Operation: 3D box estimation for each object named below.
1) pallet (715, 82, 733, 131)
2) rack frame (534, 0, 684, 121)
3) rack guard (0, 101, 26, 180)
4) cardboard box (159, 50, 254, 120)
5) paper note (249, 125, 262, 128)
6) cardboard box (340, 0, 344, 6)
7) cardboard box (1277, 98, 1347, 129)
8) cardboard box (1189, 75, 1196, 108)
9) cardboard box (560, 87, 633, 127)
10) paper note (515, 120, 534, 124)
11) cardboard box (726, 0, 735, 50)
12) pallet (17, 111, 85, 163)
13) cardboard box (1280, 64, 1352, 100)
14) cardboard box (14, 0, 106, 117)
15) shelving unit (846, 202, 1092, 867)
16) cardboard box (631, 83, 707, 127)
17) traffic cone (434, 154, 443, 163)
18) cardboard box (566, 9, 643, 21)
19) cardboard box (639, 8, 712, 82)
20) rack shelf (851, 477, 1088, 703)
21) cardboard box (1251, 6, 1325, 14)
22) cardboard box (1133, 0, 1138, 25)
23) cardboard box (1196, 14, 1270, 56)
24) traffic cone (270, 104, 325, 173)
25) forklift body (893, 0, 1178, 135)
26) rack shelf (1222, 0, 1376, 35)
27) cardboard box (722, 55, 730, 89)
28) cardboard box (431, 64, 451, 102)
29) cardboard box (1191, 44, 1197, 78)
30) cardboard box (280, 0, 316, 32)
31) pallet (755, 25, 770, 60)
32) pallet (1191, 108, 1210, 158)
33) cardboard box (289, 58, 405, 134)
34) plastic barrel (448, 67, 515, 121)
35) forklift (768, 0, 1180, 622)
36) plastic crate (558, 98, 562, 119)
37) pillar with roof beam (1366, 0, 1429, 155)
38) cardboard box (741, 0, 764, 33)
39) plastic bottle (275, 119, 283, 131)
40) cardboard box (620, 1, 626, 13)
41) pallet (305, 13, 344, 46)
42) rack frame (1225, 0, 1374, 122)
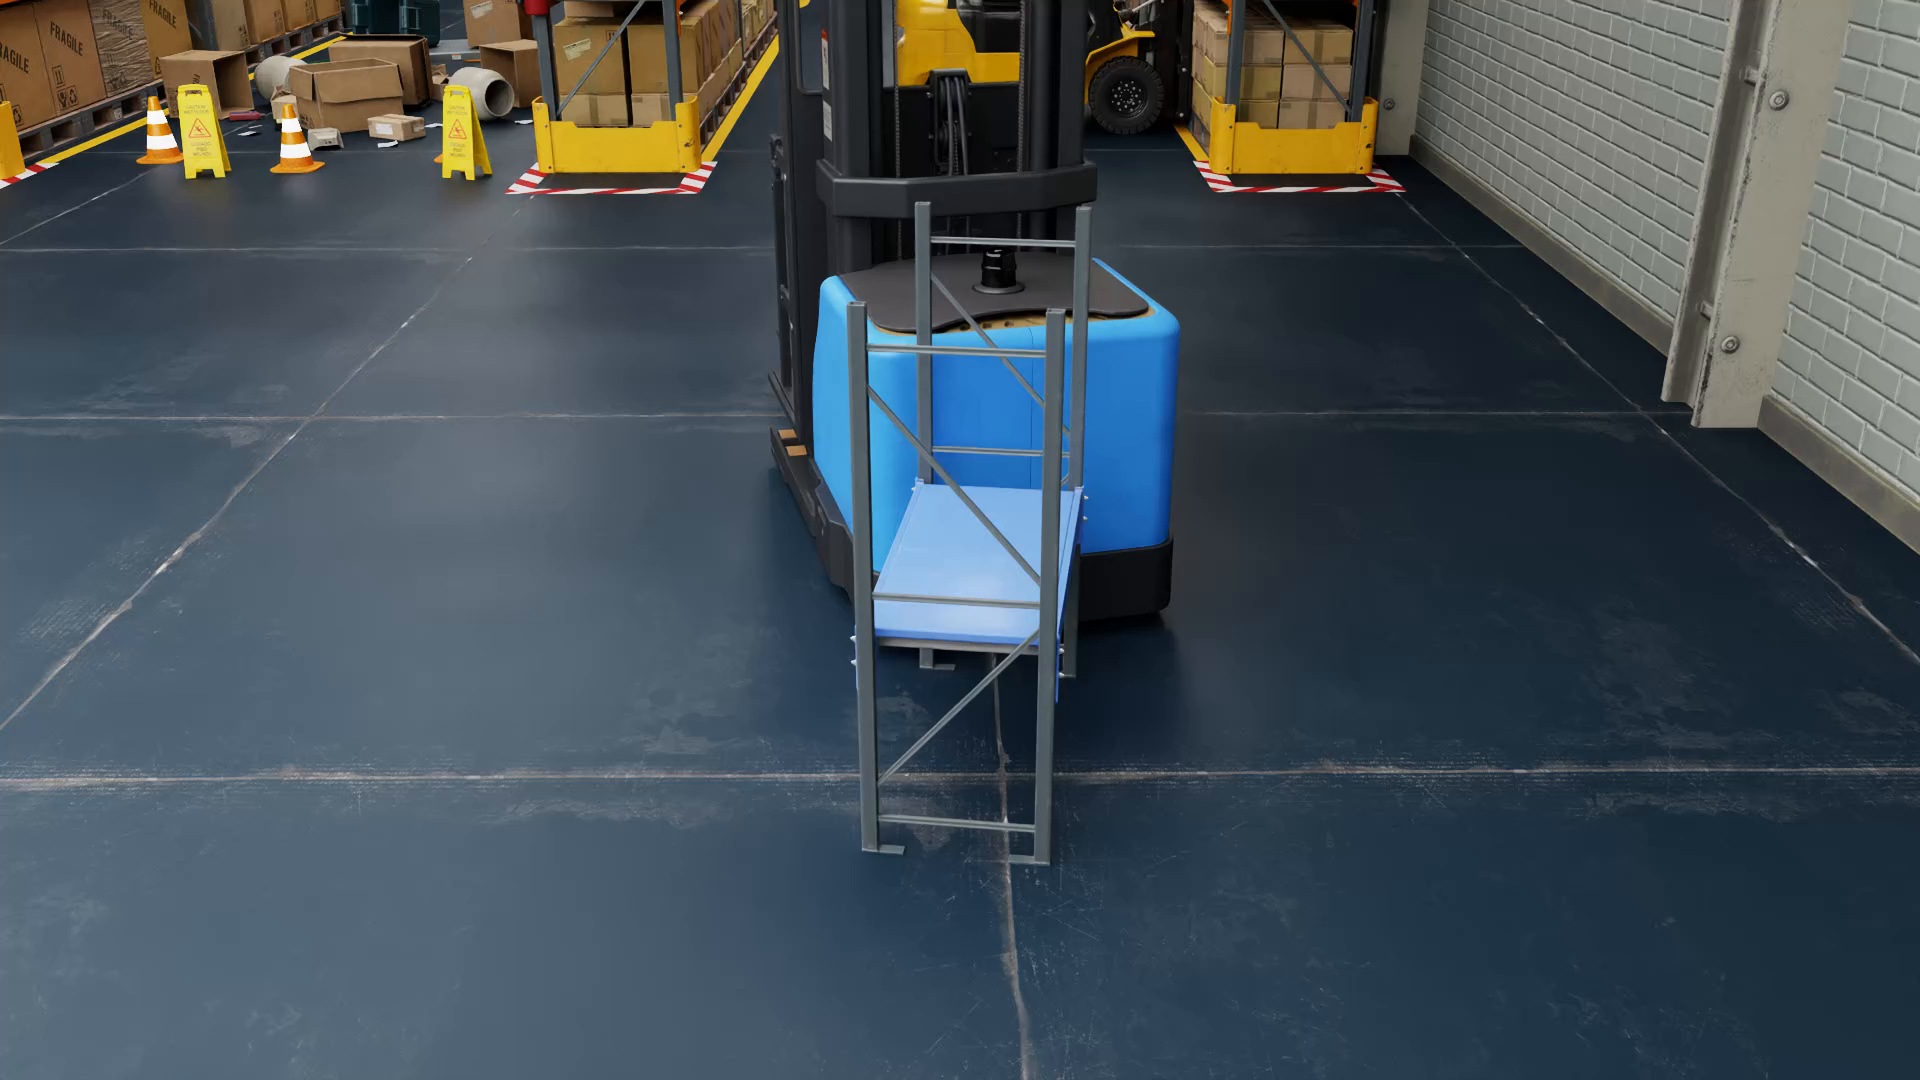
[{"bbox_3d":[-2.505,-3.701,14.178,1.003,0.211,1.213,0,24,-1],"label":"pallet"},{"bbox_3d":[-2.520,-4.104,11.685,1.000,3.000,0.127,0,24,-1],"label":"rack frame"},{"bbox_3d":[-7.468,-2.891,12.037,1.175,0.500,0.348,0,24,-1],"label":"rack guard"},{"bbox_3d":[-6.469,-3.916,14.298,0.500,0.500,0.500,4,25,9],"label":"cardboard box"},{"bbox_3d":[-5.869,-3.444,13.853,0.032,0.001,0.123,13,27,27],"label":"paper note"},{"bbox_3d":[-7.309,-6.682,19.908,0.500,0.500,0.500,-1,24,-3],"label":"cardboard box"},{"bbox_3d":[2.634,-3.270,12.667,0.500,0.250,0.500,0,24,0],"label":"cardboard box"},{"bbox_3d":[2.130,-3.670,13.551,0.500,0.250,0.500,0,24,0],"label":"cardboard box"},{"bbox_3d":[-2.798,-3.384,12.920,0.500,0.250,0.500,0,24,-1],"label":"cardboard box"},{"bbox_3d":[-3.676,-3.534,14.026,0.142,0.019,0.148,-9,26,-19],"label":"paper note"},{"bbox_3d":[-2.282,-4.580,14.655,0.500,0.500,0.500,0,24,0],"label":"cardboard box"},{"bbox_3d":[-7.556,-3.099,12.846,1.003,0.211,1.213,0,24,-1],"label":"pallet"},{"bbox_3d":[2.646,-3.489,12.545,0.500,0.250,0.500,0,24,0],"label":"cardboard box"},{"bbox_3d":[-7.554,-3.905,13.313,0.875,0.875,0.875,-1,24,-1],"label":"cardboard box"},{"bbox_3d":[0.056,-0.055,4.551,0.538,1.500,1.048,3,25,7],"label":"shelving unit"},{"bbox_3d":[-2.252,-3.376,12.902,0.500,0.250,0.500,0,24,-1],"label":"cardboard box"},{"bbox_3d":[-3.815,-3.120,12.586,0.336,0.463,0.334,0,24,-1],"label":"traffic cone"},{"bbox_3d":[-2.799,-3.928,13.213,0.500,0.500,0.500,1,24,1],"label":"cardboard box"},{"bbox_3d":[-2.263,-3.943,13.246,0.500,0.500,0.500,-1,24,-3],"label":"cardboard box"},{"bbox_3d":[0.056,0.109,4.625,0.538,0.185,1.000,3,25,7],"label":"rack shelf"},{"bbox_3d":[2.624,-4.133,13.362,0.500,0.250,0.500,0,24,-1],"label":"cardboard box"},{"bbox_3d":[2.364,-6.008,18.265,0.875,0.625,0.625,1,24,1],"label":"cardboard box"},{"bbox_3d":[2.115,-3.921,12.893,0.500,0.250,0.500,0,24,0],"label":"cardboard box"},{"bbox_3d":[-4.921,-2.975,12.265,0.336,0.463,0.334,0,24,-1],"label":"traffic cone"},{"bbox_3d":[0.598,-4.515,13.622,2.313,2.155,1.214,0,24,-1],"label":"forklift body"},{"bbox_3d":[2.422,-4.624,13.708,1.077,0.370,4.000,0,24,-1],"label":"rack shelf"},{"bbox_3d":[-2.272,-4.020,14.325,0.500,0.250,0.500,0,24,0],"label":"cardboard box"},{"bbox_3d":[-4.701,-4.161,15.129,0.258,0.266,0.396,-19,31,-36],"label":"cardboard box"},{"bbox_3d":[2.104,-3.913,13.482,0.500,0.250,0.500,-1,24,-2],"label":"cardboard box"},{"bbox_3d":[-7.626,-5.892,17.857,1.050,0.750,0.750,0,24,0],"label":"cardboard box"},{"bbox_3d":[-2.590,-5.307,17.727,1.003,0.211,1.213,0,24,-1],"label":"pallet"},{"bbox_3d":[2.393,-3.173,13.008,1.003,0.211,1.213,0,24,-1],"label":"pallet"},{"bbox_3d":[-5.071,-3.679,13.774,0.797,0.503,0.637,-19,31,-36],"label":"cardboard box"},{"bbox_3d":[-4.056,-3.775,14.082,0.512,0.421,0.421,19,30,35],"label":"plastic barrel"},{"bbox_3d":[-0.160,-1.585,6.198,1.130,2.935,3.031,-6,25,-13],"label":"forklift"},{"bbox_3d":[-3.366,-3.772,14.492,0.402,0.080,0.583,-9,26,-19],"label":"plastic crate"},{"bbox_3d":[-0.968,-7.133,11.102,9.100,9.000,0.400,0,24,-1],"label":"pillar with roof beam"},{"bbox_3d":[-2.592,-5.545,17.550,0.950,0.372,0.625,1,24,1],"label":"cardboard box"},{"bbox_3d":[-5.627,-3.466,13.838,0.133,0.061,0.283,-9,26,-19],"label":"plastic bottle"},{"bbox_3d":[-2.860,-4.263,13.167,0.380,0.149,0.250,0,24,0],"label":"cardboard box"},{"bbox_3d":[-7.623,-5.741,18.688,1.003,0.211,1.213,0,24,-1],"label":"pallet"},{"bbox_3d":[2.443,-4.128,11.737,1.000,3.000,0.127,0,24,-1],"label":"rack frame"}]
